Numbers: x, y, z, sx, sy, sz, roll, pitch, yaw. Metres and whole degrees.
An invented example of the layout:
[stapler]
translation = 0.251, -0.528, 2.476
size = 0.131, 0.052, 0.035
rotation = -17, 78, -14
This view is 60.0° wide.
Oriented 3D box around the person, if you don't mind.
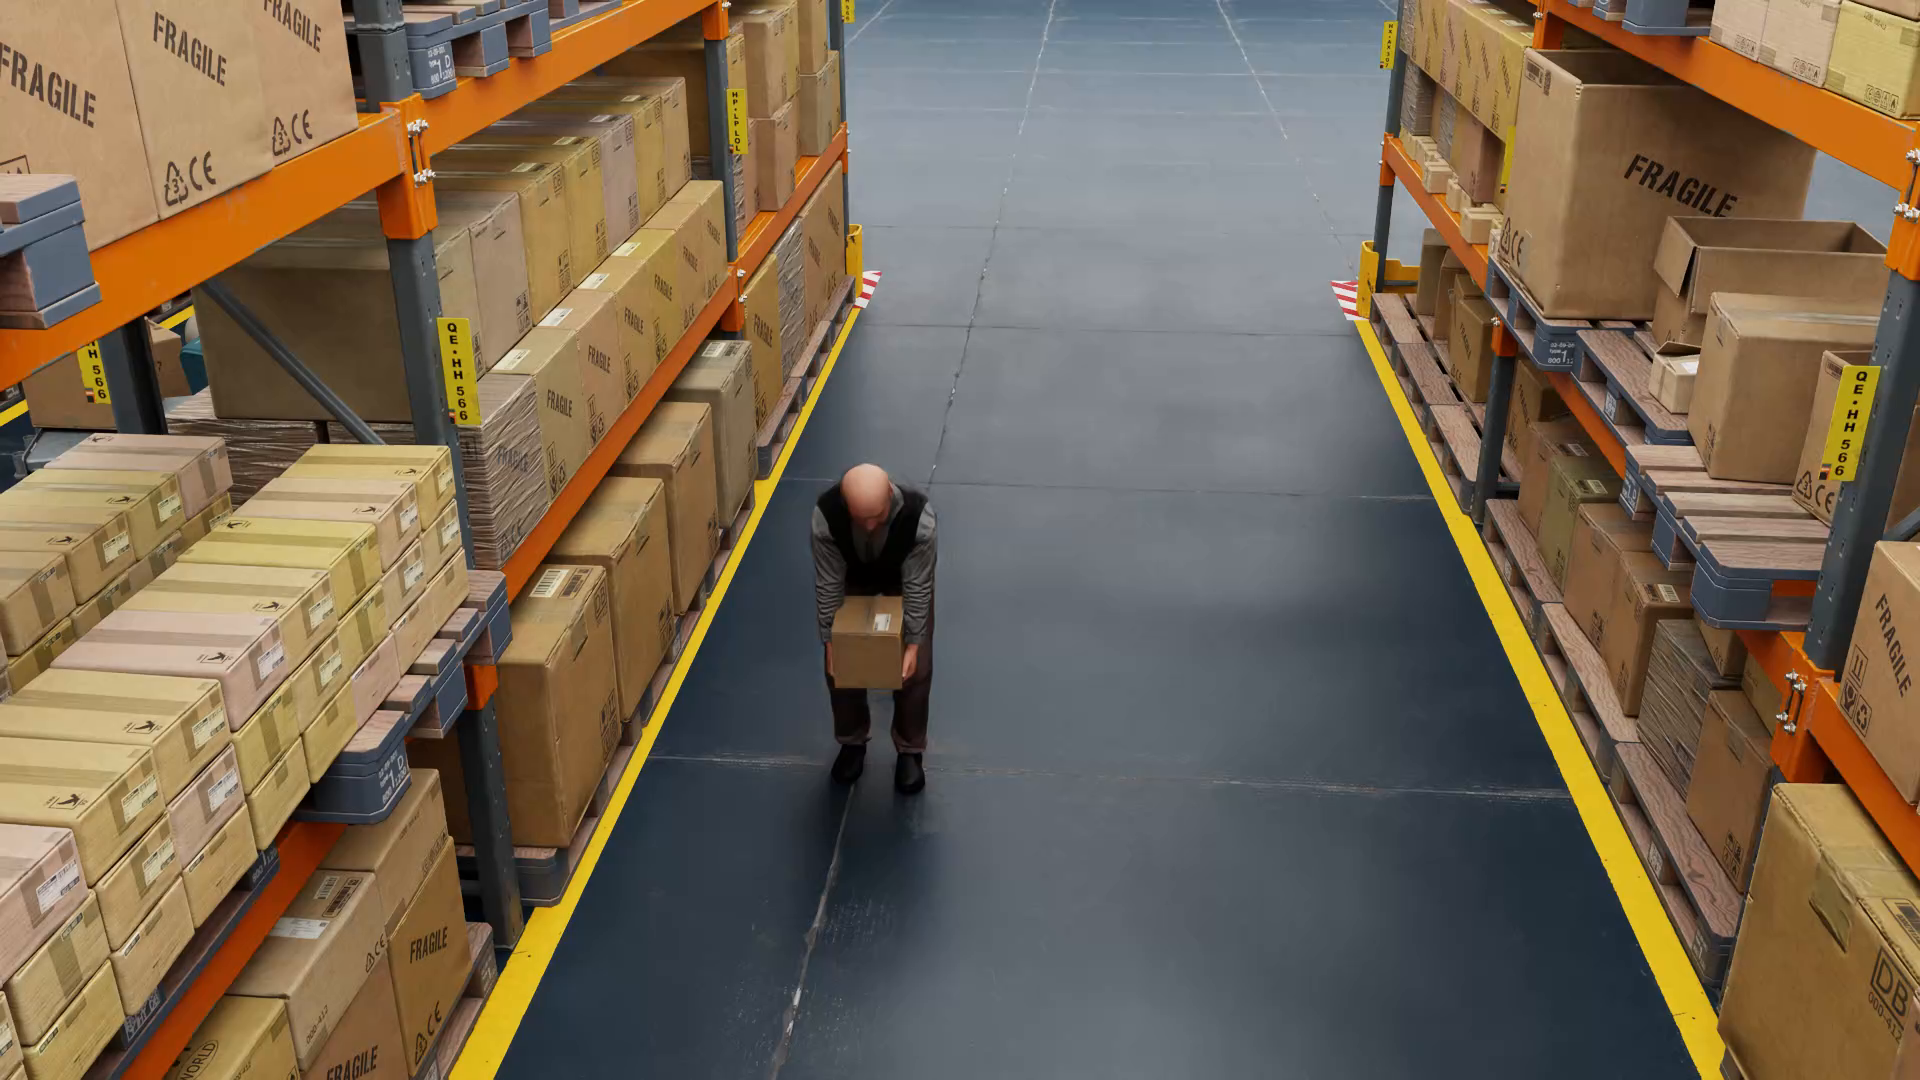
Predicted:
[person]
translation = -0.310, 0.301, 6.260
size = 0.466, 1.487, 0.799
rotation = 1, 24, 3
